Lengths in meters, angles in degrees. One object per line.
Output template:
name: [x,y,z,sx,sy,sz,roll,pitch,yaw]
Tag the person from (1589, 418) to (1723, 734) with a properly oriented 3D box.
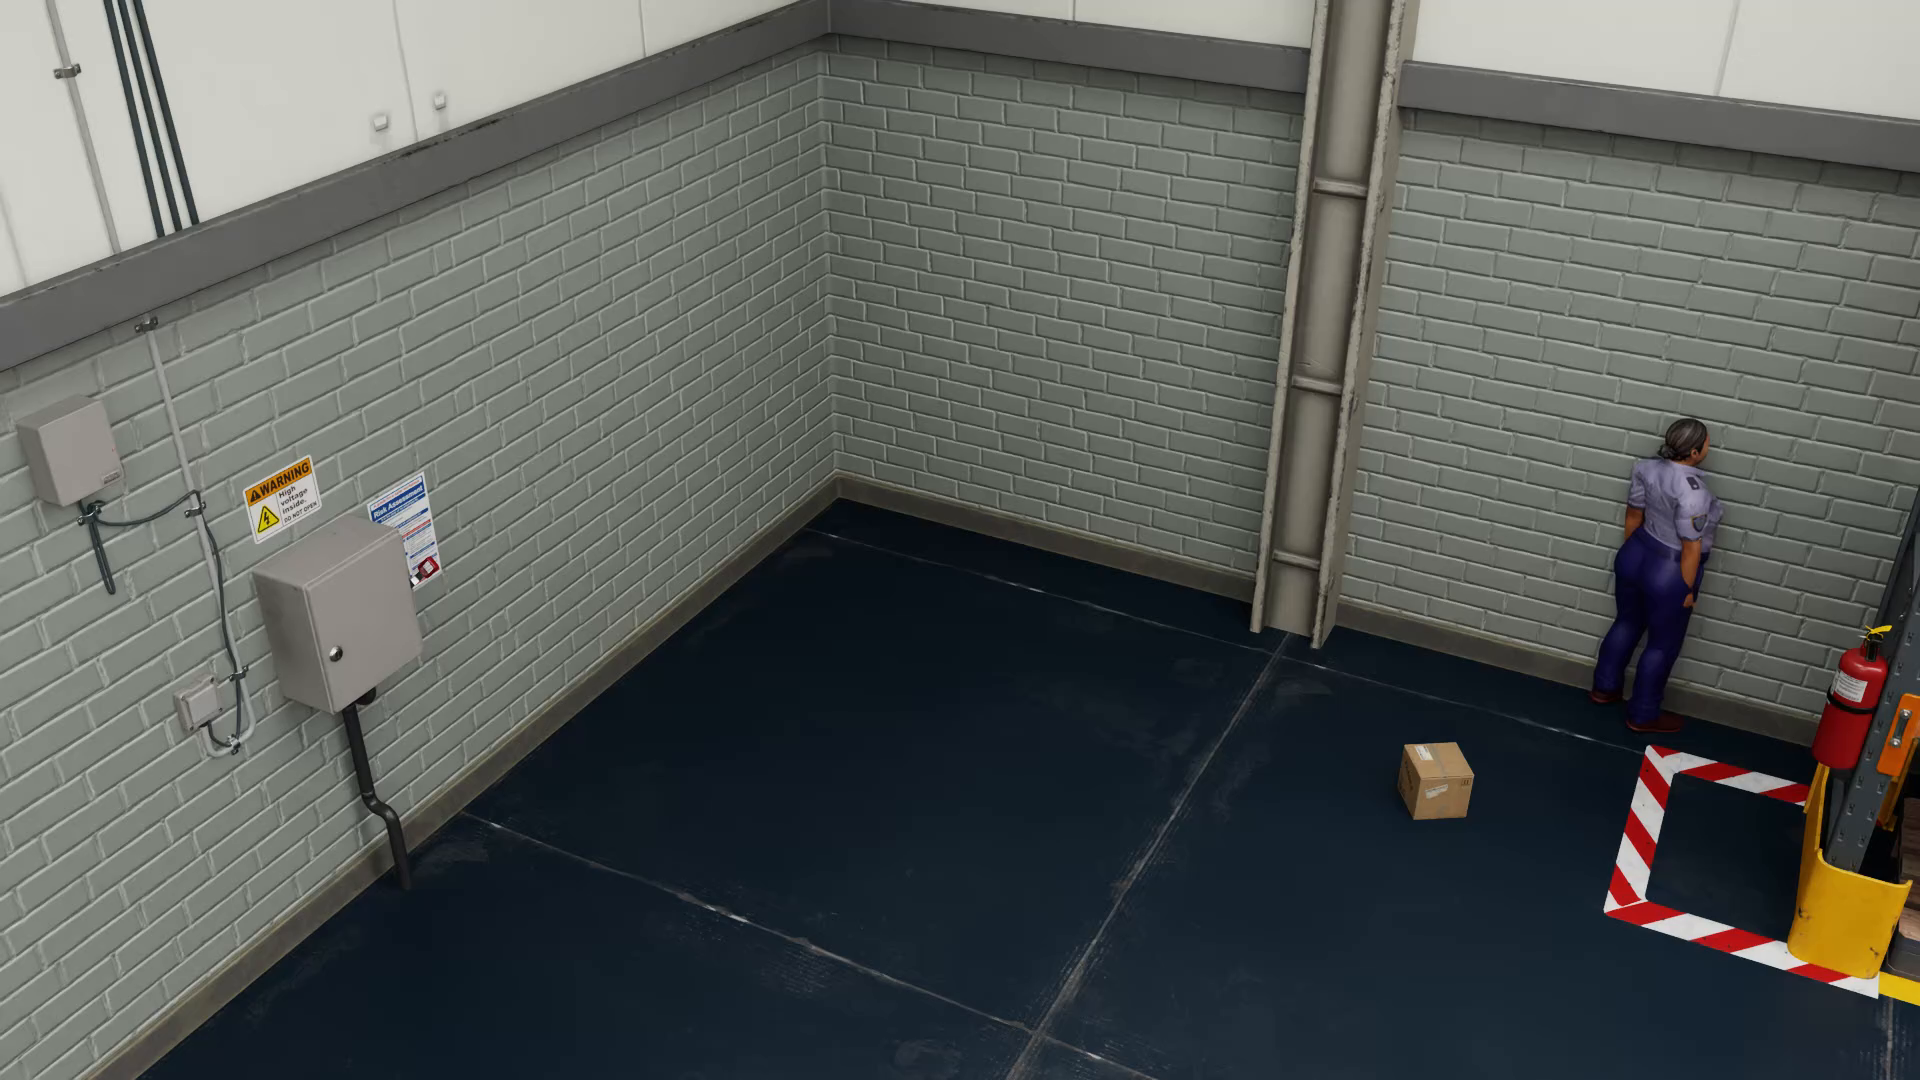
person: [3.393,0.159,8.029,0.364,1.651,0.472,-11,32,-17]
